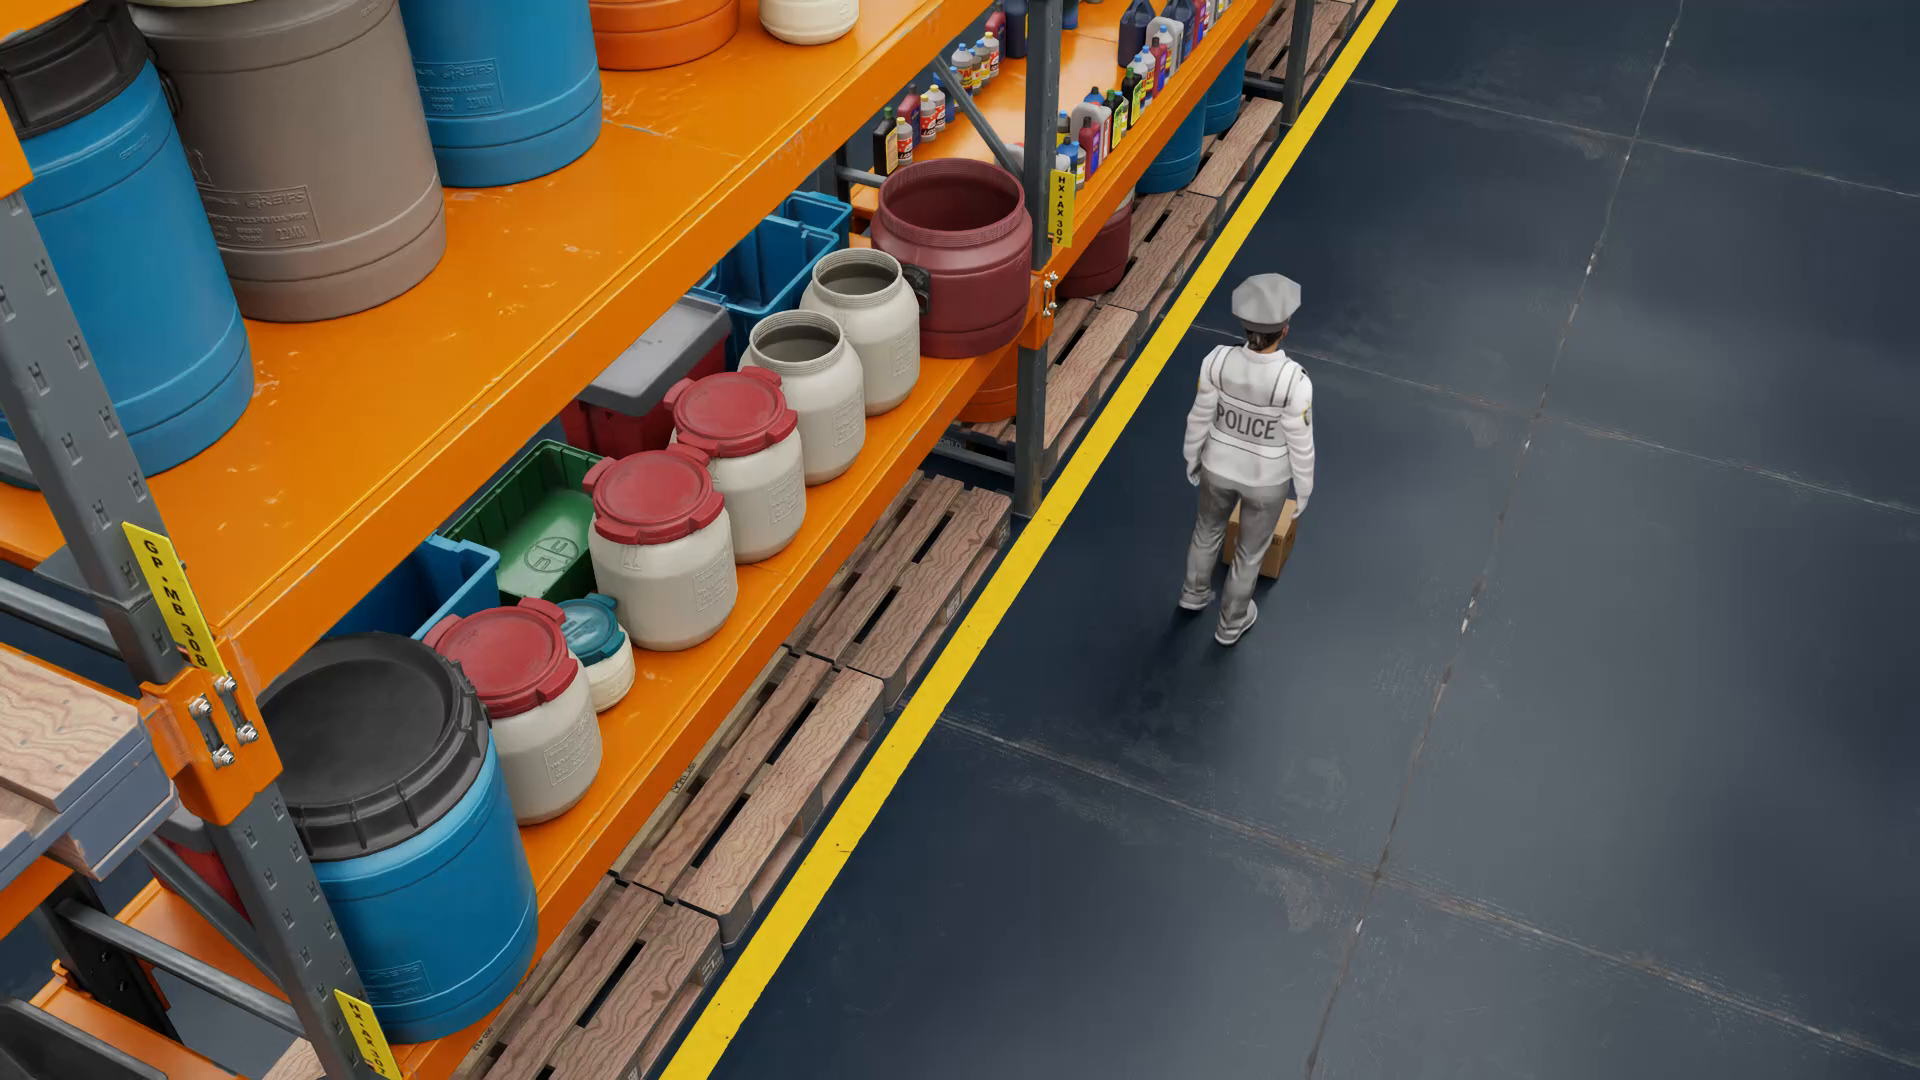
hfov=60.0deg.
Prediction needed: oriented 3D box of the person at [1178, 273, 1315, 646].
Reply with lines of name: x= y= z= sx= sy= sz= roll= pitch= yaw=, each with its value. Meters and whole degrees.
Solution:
person: x=1.134 y=-0.255 z=6.477 sx=0.522 sy=1.747 sz=0.383 roll=22 pitch=47 yaw=23
